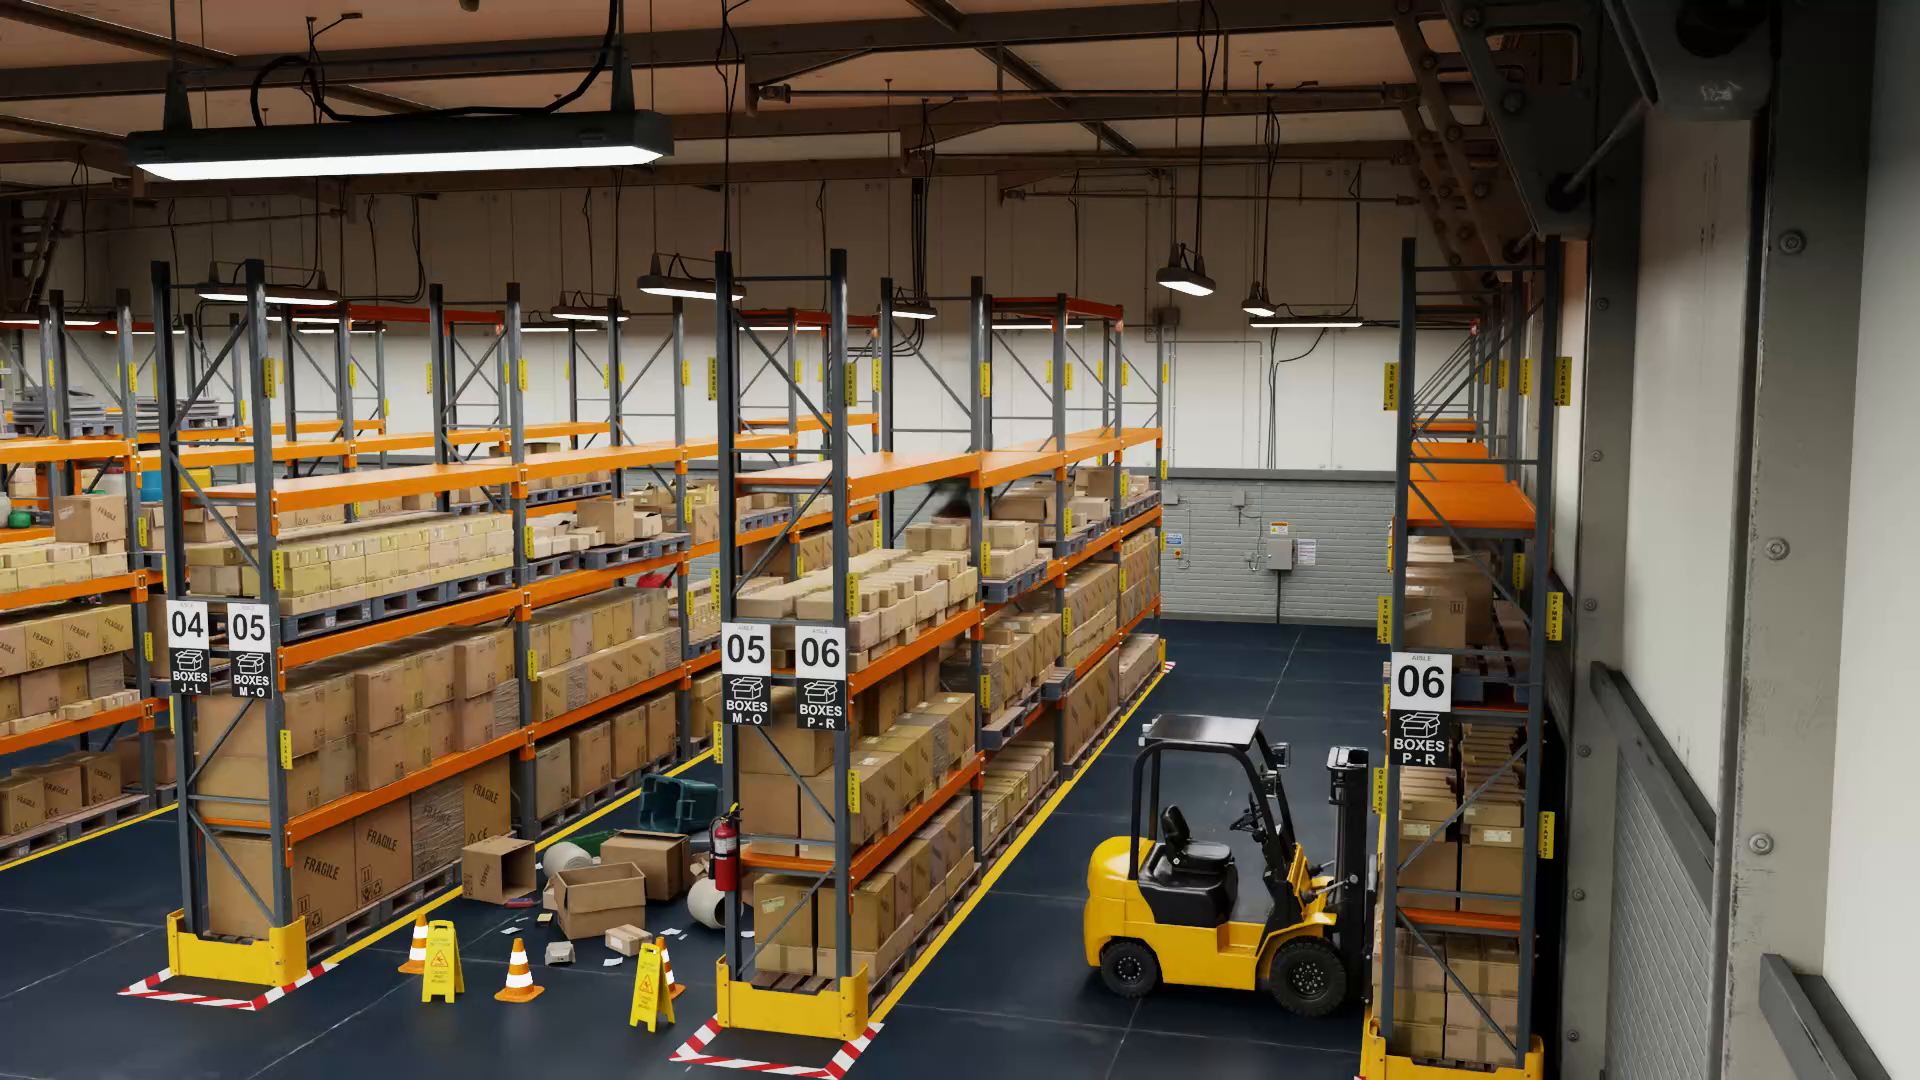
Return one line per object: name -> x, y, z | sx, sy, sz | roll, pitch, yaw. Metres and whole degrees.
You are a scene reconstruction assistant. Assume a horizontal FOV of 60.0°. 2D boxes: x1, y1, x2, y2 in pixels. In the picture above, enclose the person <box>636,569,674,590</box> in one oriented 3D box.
person -> -5.437, 1.217, 29.412 | 0.688, 1.683, 0.527 | 1, 6, 8
